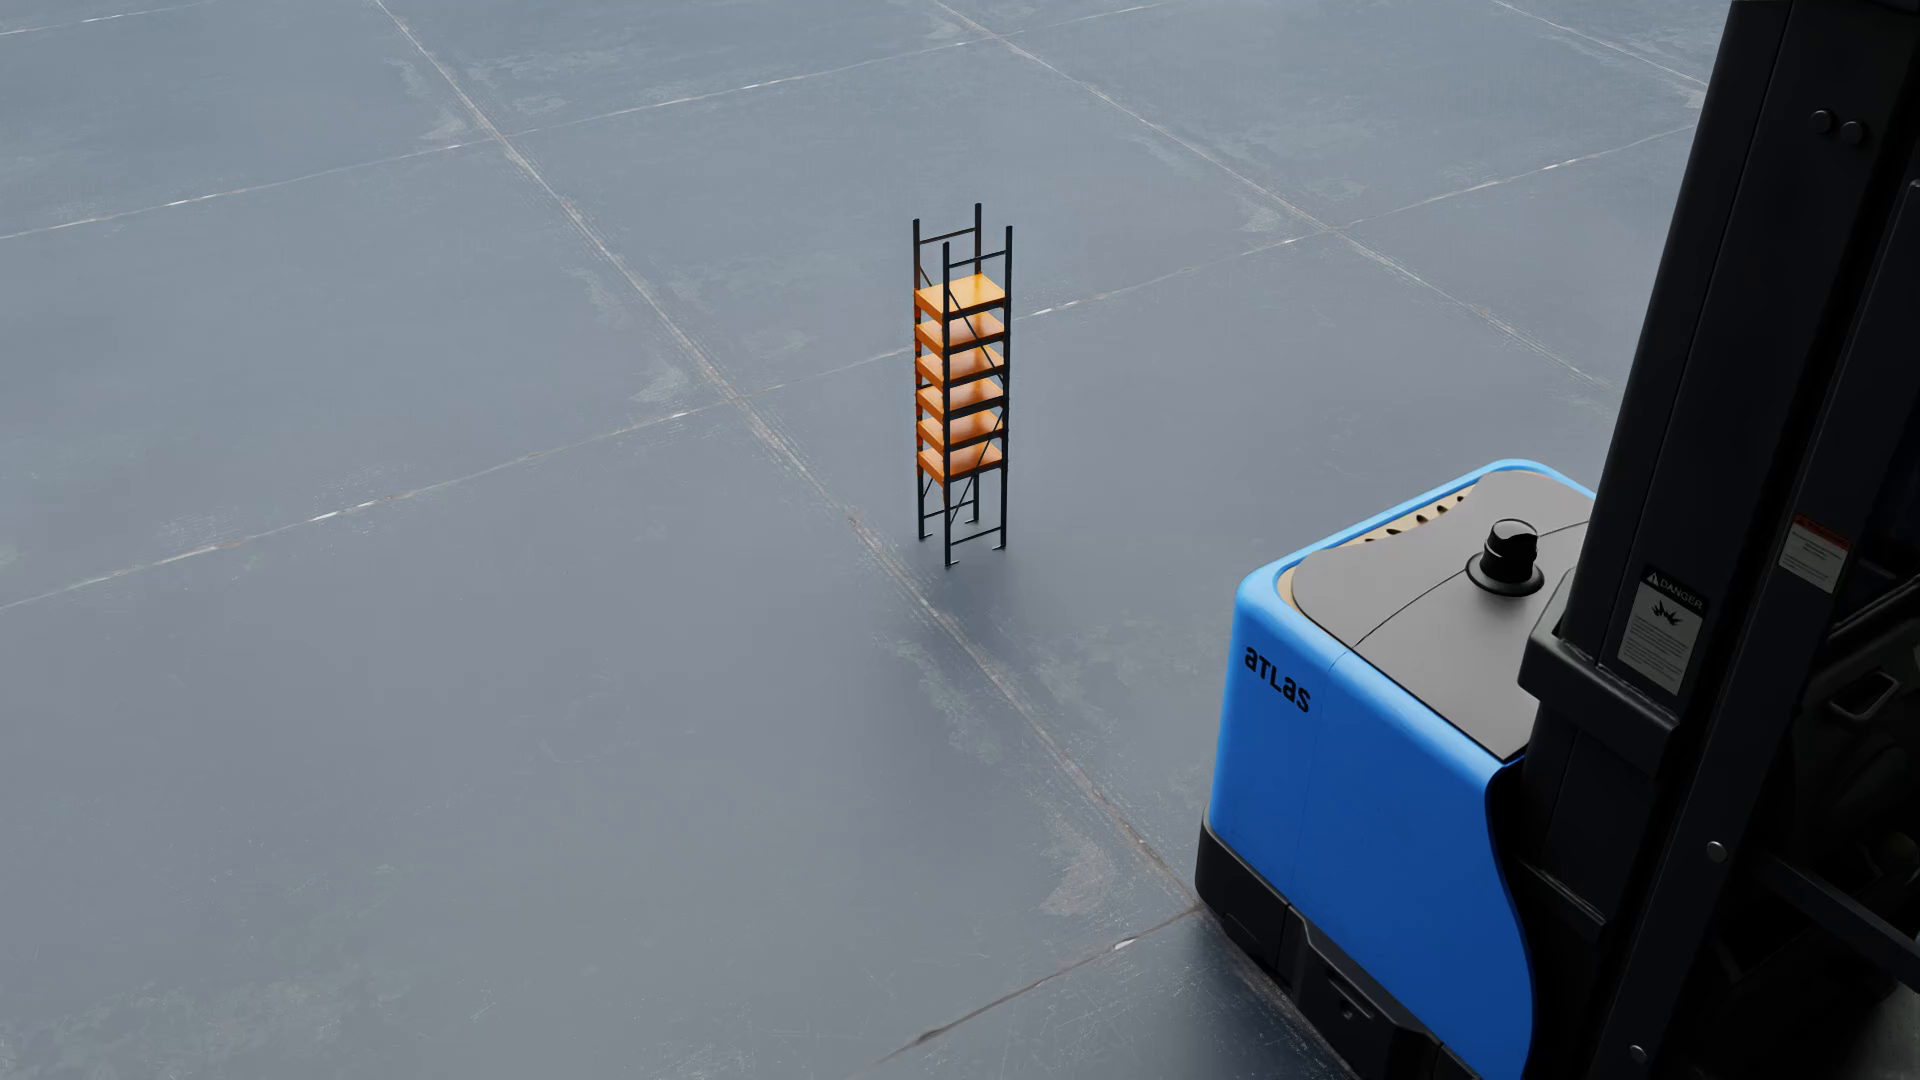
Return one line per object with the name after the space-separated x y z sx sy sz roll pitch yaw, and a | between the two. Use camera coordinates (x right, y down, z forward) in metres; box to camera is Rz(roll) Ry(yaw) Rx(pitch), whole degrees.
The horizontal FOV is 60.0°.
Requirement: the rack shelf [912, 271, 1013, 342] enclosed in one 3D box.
0.007 -0.732 5.200 0.258 0.103 0.180 -19 40 -24 | rack shelf

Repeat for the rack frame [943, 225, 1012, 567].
0.053 -0.430 5.322 0.240 1.200 0.006 -19 40 -24 | rack frame

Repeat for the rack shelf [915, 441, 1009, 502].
0.007 -0.247 5.554 0.258 0.103 0.180 -19 40 -24 | rack shelf

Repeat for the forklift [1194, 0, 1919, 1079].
1.861 0.332 2.811 1.130 2.935 3.031 -22 41 -27 | forklift

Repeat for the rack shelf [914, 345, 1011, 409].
0.007 -0.538 5.341 0.258 0.103 0.180 -19 40 -24 | rack shelf

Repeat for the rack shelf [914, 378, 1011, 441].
0.007 -0.441 5.412 0.258 0.103 0.180 -19 40 -24 | rack shelf

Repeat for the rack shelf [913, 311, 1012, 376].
0.007 -0.635 5.271 0.258 0.103 0.180 -19 40 -24 | rack shelf

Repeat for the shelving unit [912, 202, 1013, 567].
0.007 -0.477 5.386 0.258 1.200 0.189 -19 40 -24 | shelving unit

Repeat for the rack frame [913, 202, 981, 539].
-0.039 -0.524 5.450 0.240 1.200 0.006 -19 40 -24 | rack frame

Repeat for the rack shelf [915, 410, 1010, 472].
0.007 -0.344 5.483 0.258 0.103 0.180 -19 40 -24 | rack shelf
